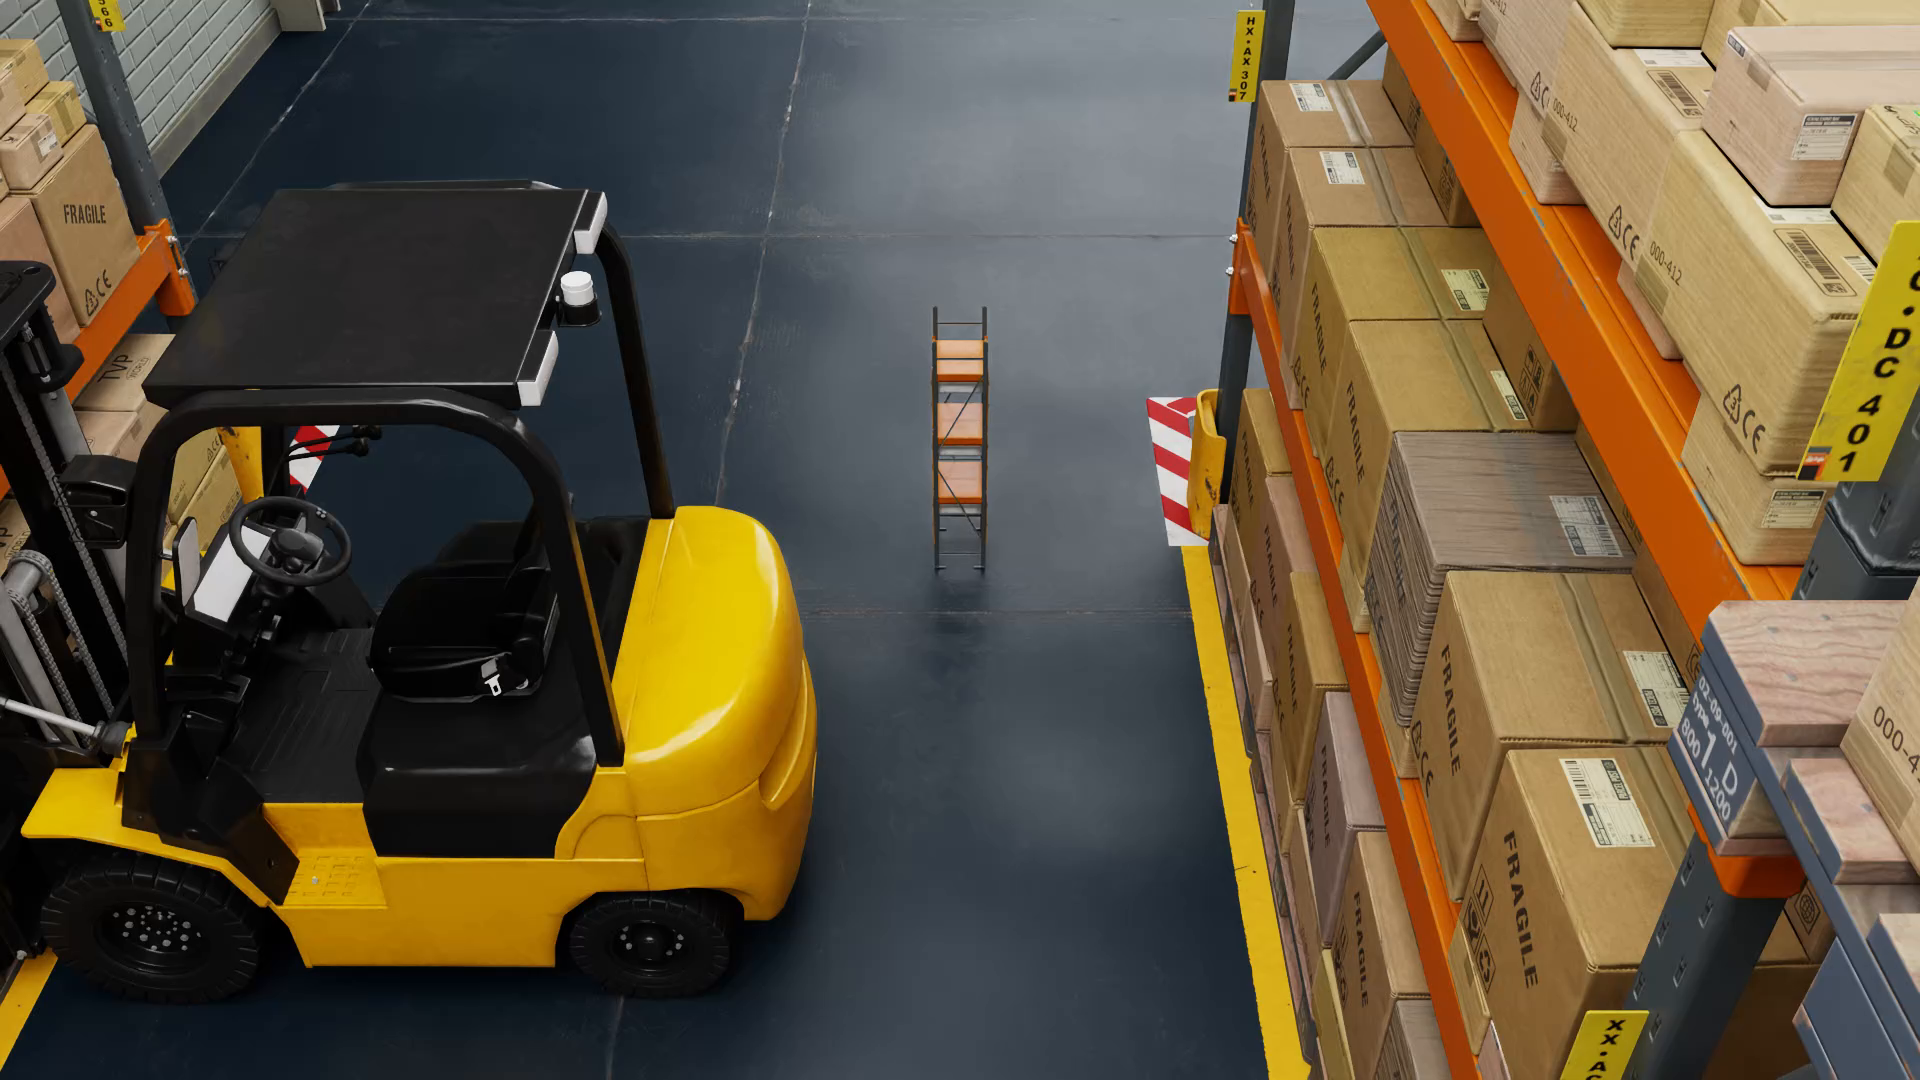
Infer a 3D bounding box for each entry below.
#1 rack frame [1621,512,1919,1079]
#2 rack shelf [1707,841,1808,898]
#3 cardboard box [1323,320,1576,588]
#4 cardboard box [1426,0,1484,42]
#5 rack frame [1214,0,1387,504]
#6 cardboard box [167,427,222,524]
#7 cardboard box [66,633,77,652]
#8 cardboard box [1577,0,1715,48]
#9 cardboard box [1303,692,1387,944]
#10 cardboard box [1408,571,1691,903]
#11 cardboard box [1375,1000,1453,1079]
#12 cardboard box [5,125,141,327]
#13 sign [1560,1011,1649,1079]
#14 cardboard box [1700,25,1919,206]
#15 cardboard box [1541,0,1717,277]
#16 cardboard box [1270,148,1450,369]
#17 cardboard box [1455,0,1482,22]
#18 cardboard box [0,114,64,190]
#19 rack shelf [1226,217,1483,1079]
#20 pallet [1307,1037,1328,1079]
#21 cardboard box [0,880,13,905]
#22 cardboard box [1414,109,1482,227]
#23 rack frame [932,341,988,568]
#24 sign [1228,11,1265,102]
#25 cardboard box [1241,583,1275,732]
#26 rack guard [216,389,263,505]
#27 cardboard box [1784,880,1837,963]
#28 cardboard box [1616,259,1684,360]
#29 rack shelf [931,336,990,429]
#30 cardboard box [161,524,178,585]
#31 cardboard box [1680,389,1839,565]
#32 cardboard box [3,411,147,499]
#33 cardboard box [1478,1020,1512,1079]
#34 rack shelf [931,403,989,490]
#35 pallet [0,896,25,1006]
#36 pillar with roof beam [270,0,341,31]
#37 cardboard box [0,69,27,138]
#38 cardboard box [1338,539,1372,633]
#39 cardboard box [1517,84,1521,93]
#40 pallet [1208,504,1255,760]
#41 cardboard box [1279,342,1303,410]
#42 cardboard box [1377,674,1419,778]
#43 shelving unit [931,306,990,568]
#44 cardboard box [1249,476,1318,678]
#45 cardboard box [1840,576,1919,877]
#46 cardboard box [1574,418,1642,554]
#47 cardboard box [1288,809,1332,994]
[{"bbox_3d":[1.539,1.172,2.889,1.000,3.000,0.127,0,39,0],"label":"rack frame"},{"bbox_3d":[1.542,1.533,0.615,1.077,0.370,4.000,0,39,0],"label":"rack shelf"},{"bbox_3d":[1.272,-0.228,4.317,0.500,0.500,0.500,-1,39,-1],"label":"cardboard box"},{"bbox_3d":[1.257,-1.221,3.678,0.380,0.149,0.250,-1,39,-1],"label":"cardboard box"},{"bbox_3d":[1.535,-1.329,6.010,1.000,3.000,0.127,0,39,0],"label":"rack frame"},{"bbox_3d":[-3.116,-0.305,6.196,0.500,0.250,0.500,0,39,-1],"label":"cardboard box"},{"bbox_3d":[-3.104,0.331,5.401,0.500,0.250,0.500,-1,39,-1],"label":"cardboard box"},{"bbox_3d":[1.201,-0.897,2.635,0.380,0.149,0.250,1,39,1],"label":"cardboard box"},{"bbox_3d":[1.266,0.782,4.639,0.500,0.500,0.500,2,39,2],"label":"cardboard box"},{"bbox_3d":[1.283,0.417,3.513,0.500,0.500,0.500,1,39,1],"label":"cardboard box"},{"bbox_3d":[1.270,1.419,3.844,0.500,0.500,0.500,-1,39,-1],"label":"cardboard box"},{"bbox_3d":[-3.166,-1.055,5.588,0.500,0.500,0.500,-1,39,-1],"label":"cardboard box"},{"bbox_3d":[0.997,0.839,2.612,0.100,0.325,0.005,0,39,0],"label":"sign"},{"bbox_3d":[1.244,-0.572,2.230,0.380,0.149,0.250,-1,39,-1],"label":"cardboard box"},{"bbox_3d":[1.268,-0.648,2.643,0.500,0.250,0.500,-1,39,-1],"label":"cardboard box"},{"bbox_3d":[1.262,-0.864,5.112,0.500,0.500,0.500,1,39,1],"label":"cardboard box"},{"bbox_3d":[1.266,-1.284,3.438,0.500,0.250,0.500,1,39,1],"label":"cardboard box"},{"bbox_3d":[-3.118,-1.239,5.299,0.380,0.149,0.250,1,39,1],"label":"cardboard box"},{"bbox_3d":[1.537,0.202,4.675,1.077,0.370,4.000,0,39,0],"label":"rack shelf"},{"bbox_3d":[1.503,1.840,4.285,1.003,0.211,1.213,0,39,0],"label":"pallet"},{"bbox_3d":[-3.126,1.145,4.785,0.500,0.250,0.500,1,39,1],"label":"cardboard box"},{"bbox_3d":[1.747,-1.239,4.780,0.700,0.500,0.500,0,39,0],"label":"cardboard box"},{"bbox_3d":[0.000,-0.300,6.285,0.200,1.050,0.008,0,39,0],"label":"rack frame"},{"bbox_3d":[0.992,-1.667,5.739,0.100,0.325,0.005,0,39,0],"label":"sign"},{"bbox_3d":[1.252,0.404,5.711,0.500,0.250,0.500,1,39,2],"label":"cardboard box"},{"bbox_3d":[-3.429,-0.363,6.803,1.175,0.500,0.348,0,39,0],"label":"rack guard"},{"bbox_3d":[1.756,0.351,2.795,0.700,0.500,0.500,0,39,-1],"label":"cardboard box"},{"bbox_3d":[1.297,-0.416,2.672,0.380,0.149,0.250,0,39,0],"label":"cardboard box"},{"bbox_3d":[0.000,-0.589,6.209,0.215,0.259,0.240,0,39,0],"label":"rack shelf"},{"bbox_3d":[-3.121,0.190,5.977,0.500,0.250,0.500,0,39,0],"label":"cardboard box"},{"bbox_3d":[1.233,-0.098,2.276,0.380,0.149,0.250,0,39,0],"label":"cardboard box"},{"bbox_3d":[-3.110,-0.198,5.661,0.500,0.250,0.500,1,39,1],"label":"cardboard box"},{"bbox_3d":[1.234,1.069,3.218,0.380,0.149,0.250,0,39,-1],"label":"cardboard box"},{"bbox_3d":[0.000,-0.368,6.387,0.215,0.259,0.240,0,39,0],"label":"rack shelf"},{"bbox_3d":[-3.388,1.004,5.328,1.003,0.211,1.213,0,39,0],"label":"pallet"},{"bbox_3d":[-0.031,-6.984,8.269,9.100,9.000,0.400,0,39,0],"label":"pillar with roof beam"},{"bbox_3d":[-3.186,-1.354,5.204,0.380,0.149,0.250,0,39,0],"label":"cardboard box"},{"bbox_3d":[1.223,0.113,4.411,0.380,0.149,0.250,0,39,0],"label":"cardboard box"},{"bbox_3d":[1.331,-0.903,3.281,0.380,0.149,0.250,1,39,1],"label":"cardboard box"},{"bbox_3d":[1.500,0.314,6.189,1.003,0.211,1.213,0,39,0],"label":"pallet"},{"bbox_3d":[1.216,-0.536,5.221,0.380,0.149,0.250,1,39,1],"label":"cardboard box"},{"bbox_3d":[1.230,0.434,4.011,0.380,0.149,0.250,-1,39,-1],"label":"cardboard box"},{"bbox_3d":[0.000,-0.376,6.380,0.215,1.050,0.252,0,39,0],"label":"shelving unit"},{"bbox_3d":[1.265,0.134,5.448,0.500,0.500,0.500,-1,39,-2],"label":"cardboard box"},{"bbox_3d":[1.139,0.262,1.410,0.500,0.250,0.500,-1,39,-1],"label":"cardboard box"},{"bbox_3d":[1.803,-0.282,3.586,0.700,0.500,0.500,-1,39,-1],"label":"cardboard box"},{"bbox_3d":[1.263,1.061,4.891,0.500,0.250,0.500,1,39,1],"label":"cardboard box"}]
